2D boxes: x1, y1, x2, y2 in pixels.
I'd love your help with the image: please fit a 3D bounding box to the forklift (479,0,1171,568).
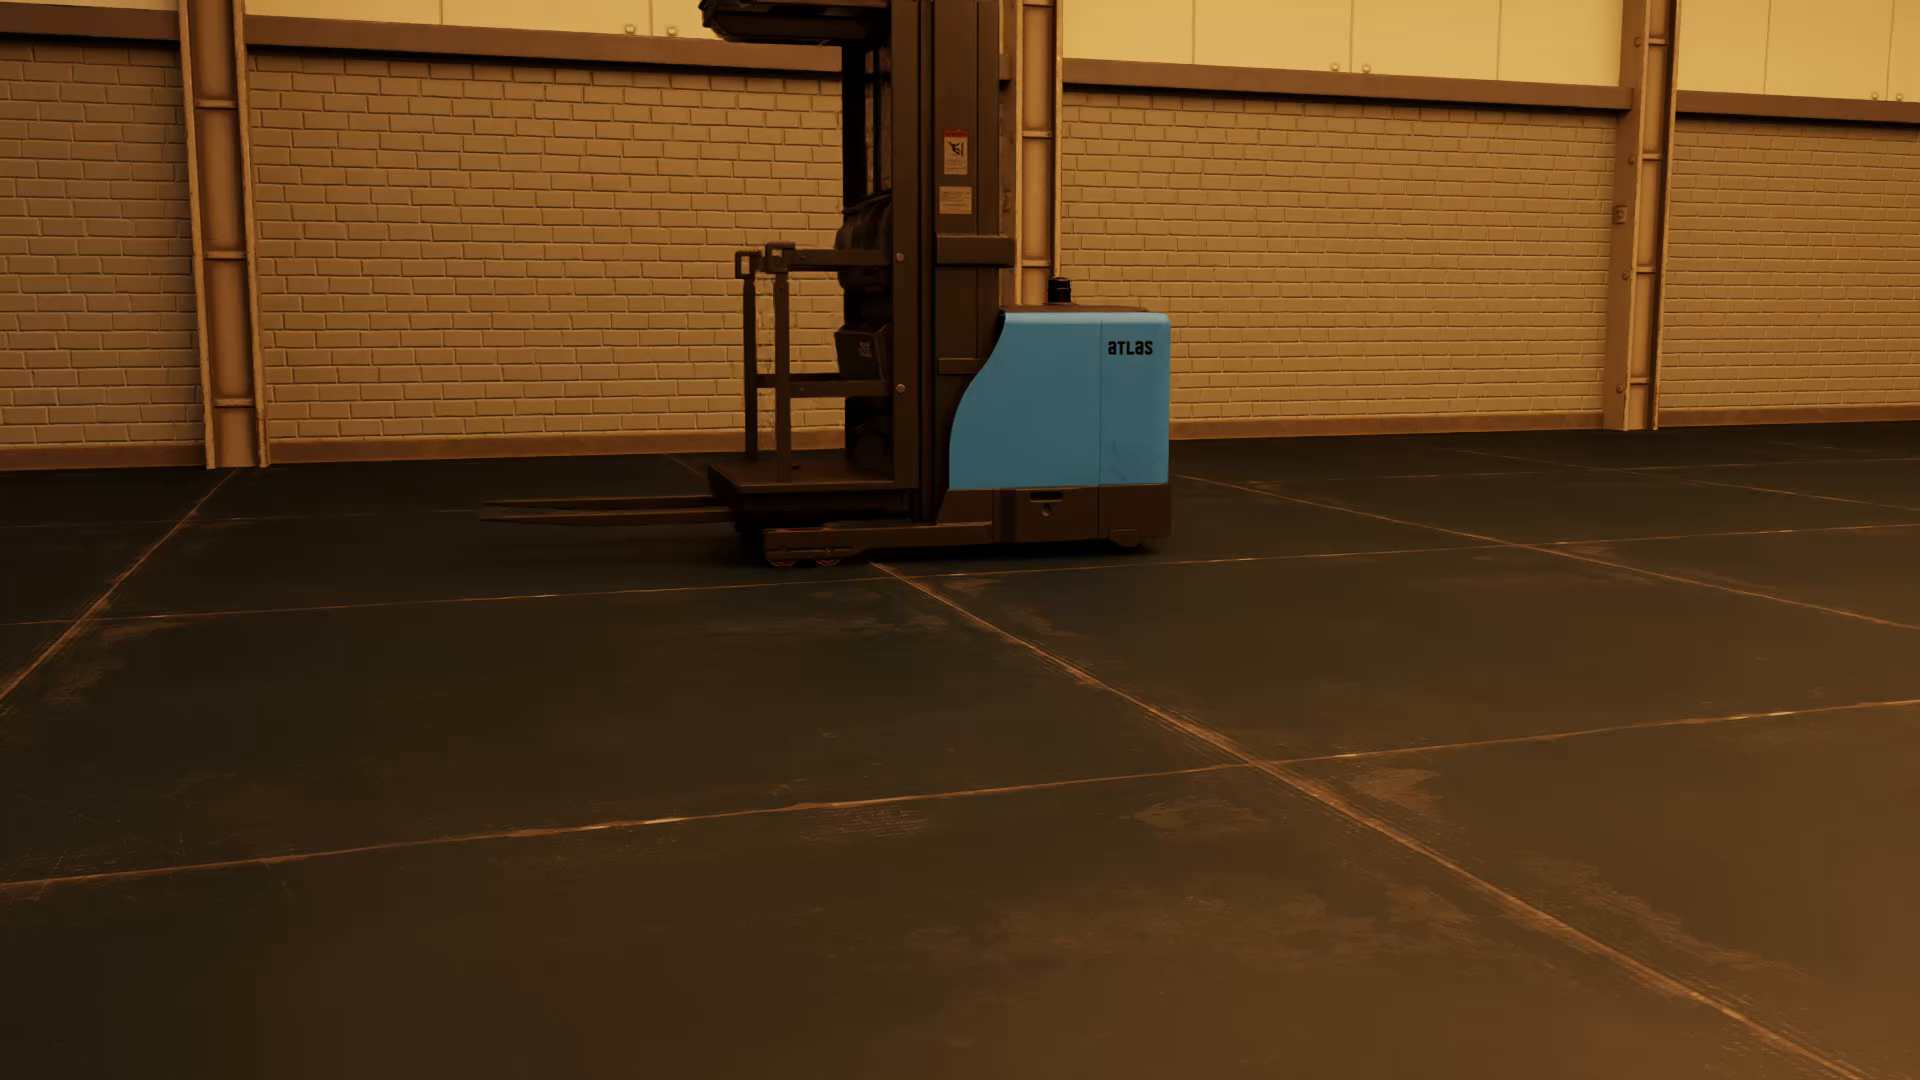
[{"bbox_3d":[-0.617,-1.413,7.437,3.031,2.935,1.130,-2,8,-15],"label":"forklift"}]
